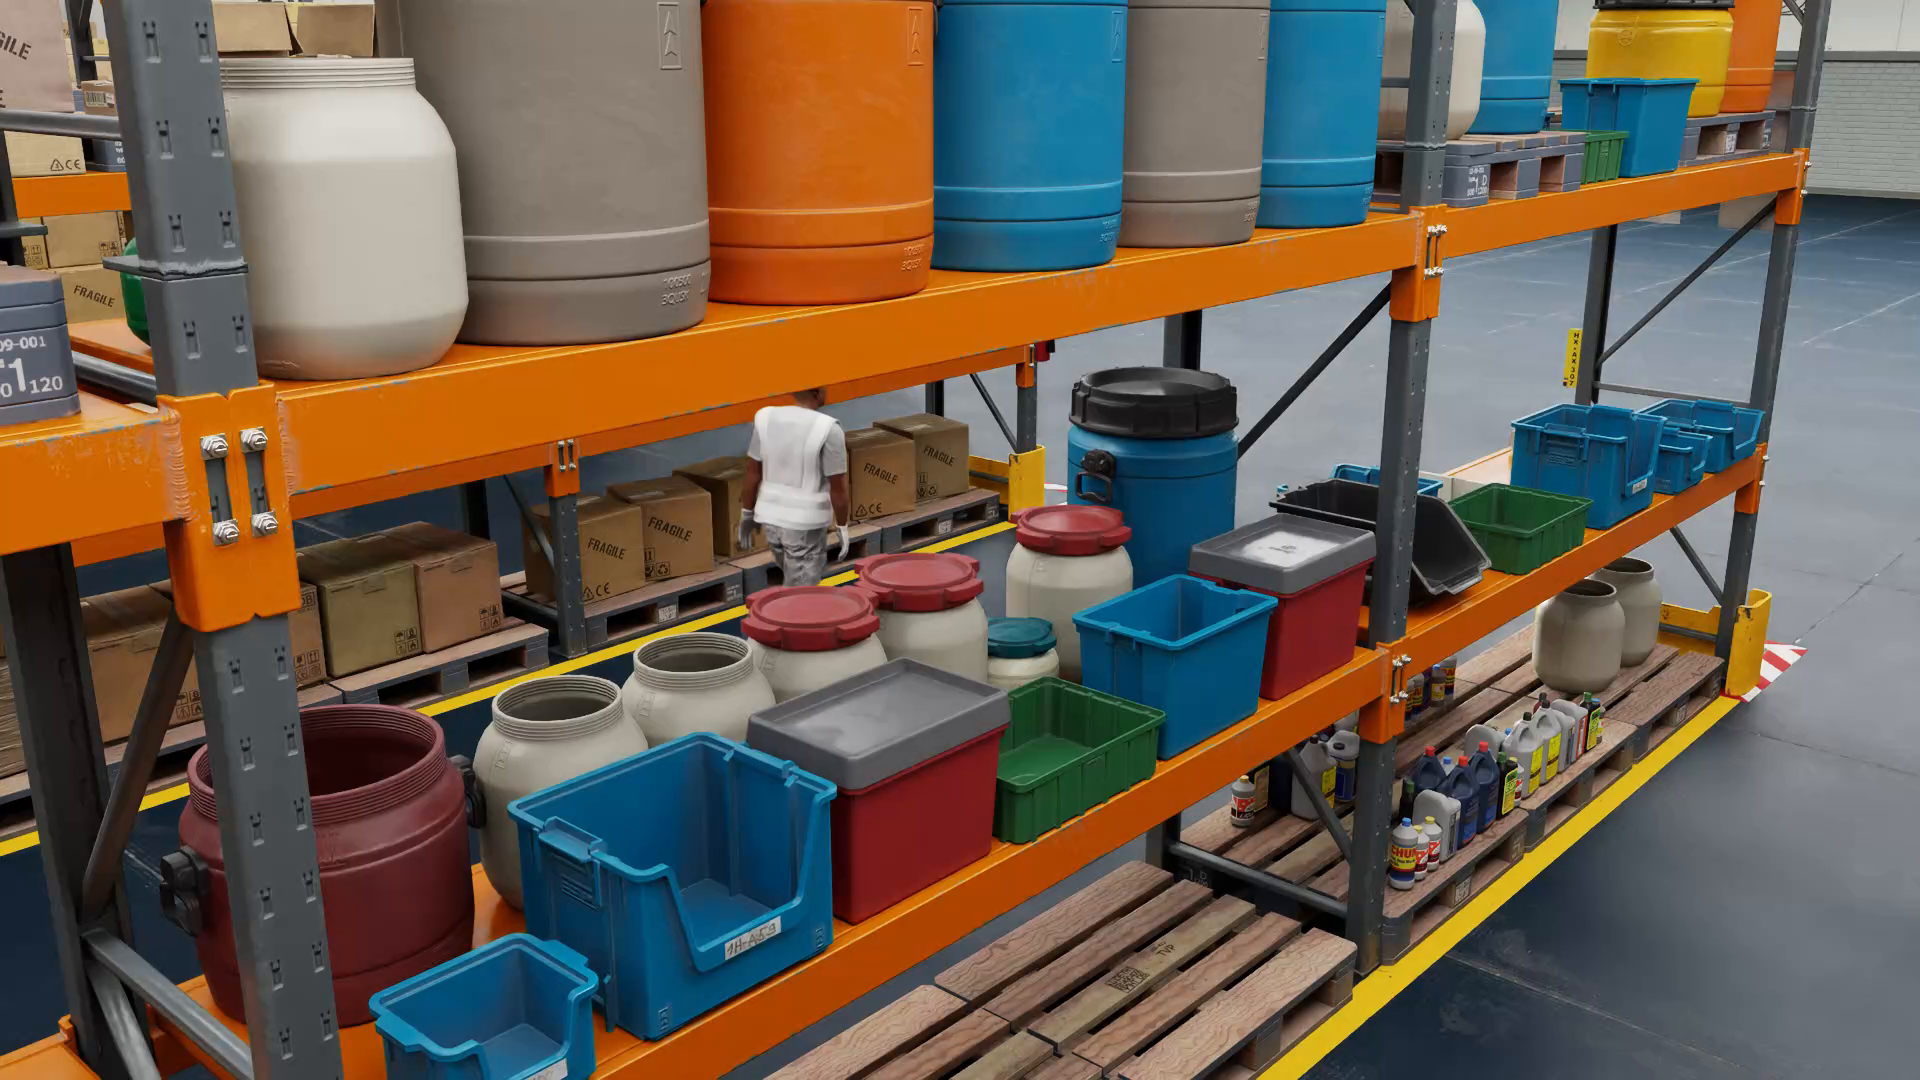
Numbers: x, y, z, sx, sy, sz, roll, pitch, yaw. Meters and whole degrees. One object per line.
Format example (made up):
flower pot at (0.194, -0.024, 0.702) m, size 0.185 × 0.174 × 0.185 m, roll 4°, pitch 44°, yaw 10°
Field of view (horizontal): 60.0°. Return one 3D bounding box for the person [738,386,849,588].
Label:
person at (-0.859, -0.069, 8.722) m, size 0.594 × 1.792 × 0.526 m, roll 11°, pitch 20°, yaw 32°
